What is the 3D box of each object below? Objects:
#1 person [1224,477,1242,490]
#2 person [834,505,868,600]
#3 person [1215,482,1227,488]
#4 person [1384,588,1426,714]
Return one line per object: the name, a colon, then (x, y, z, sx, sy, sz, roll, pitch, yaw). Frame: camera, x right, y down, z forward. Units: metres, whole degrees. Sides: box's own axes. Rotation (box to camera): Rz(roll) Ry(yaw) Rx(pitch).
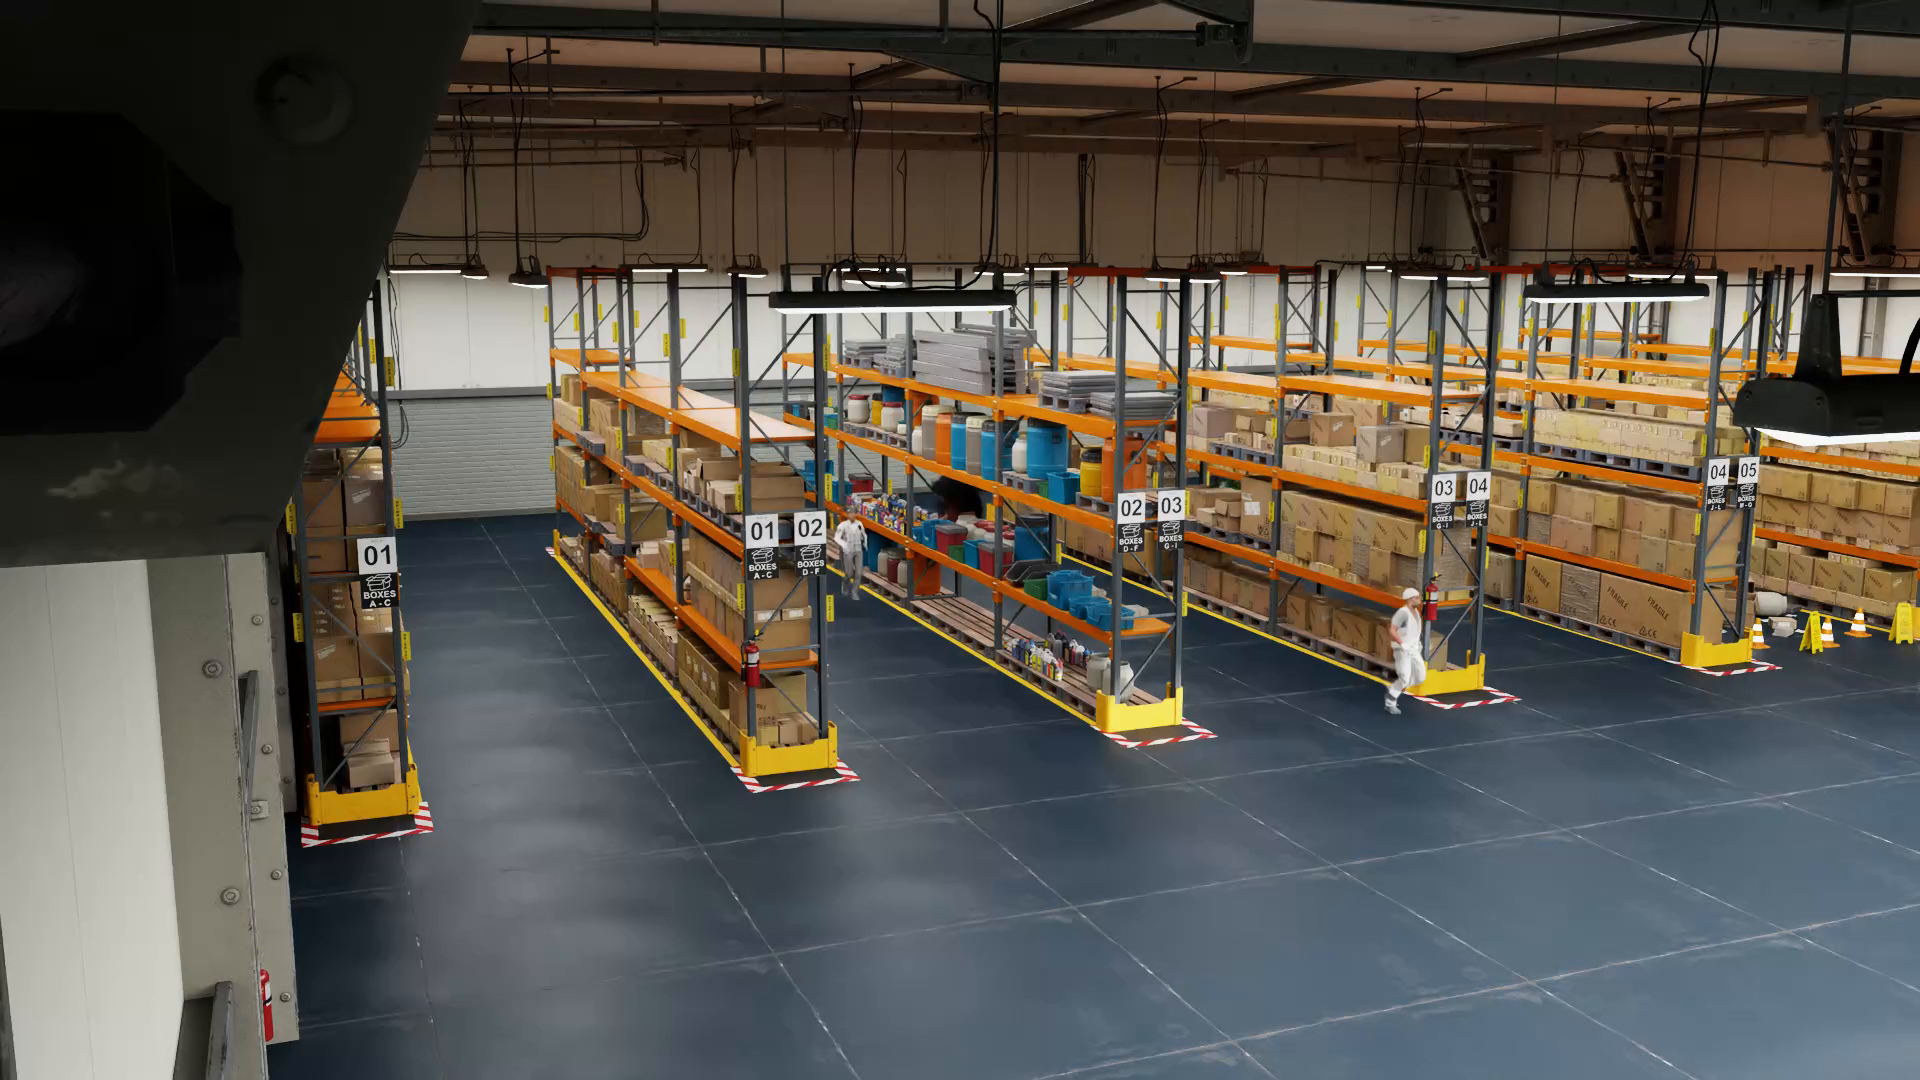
person: (6.956, -1.827, 42.106, 0.647, 1.754, 0.650, -4, 11, -21)
person: (-1.875, 0.203, 29.013, 0.617, 1.659, 0.539, -4, 11, -23)
person: (5.339, -0.390, 34.173, 0.638, 1.660, 0.502, -3, 10, -19)
person: (6.206, 1.524, 22.992, 0.714, 1.714, 0.537, -9, 13, -43)
